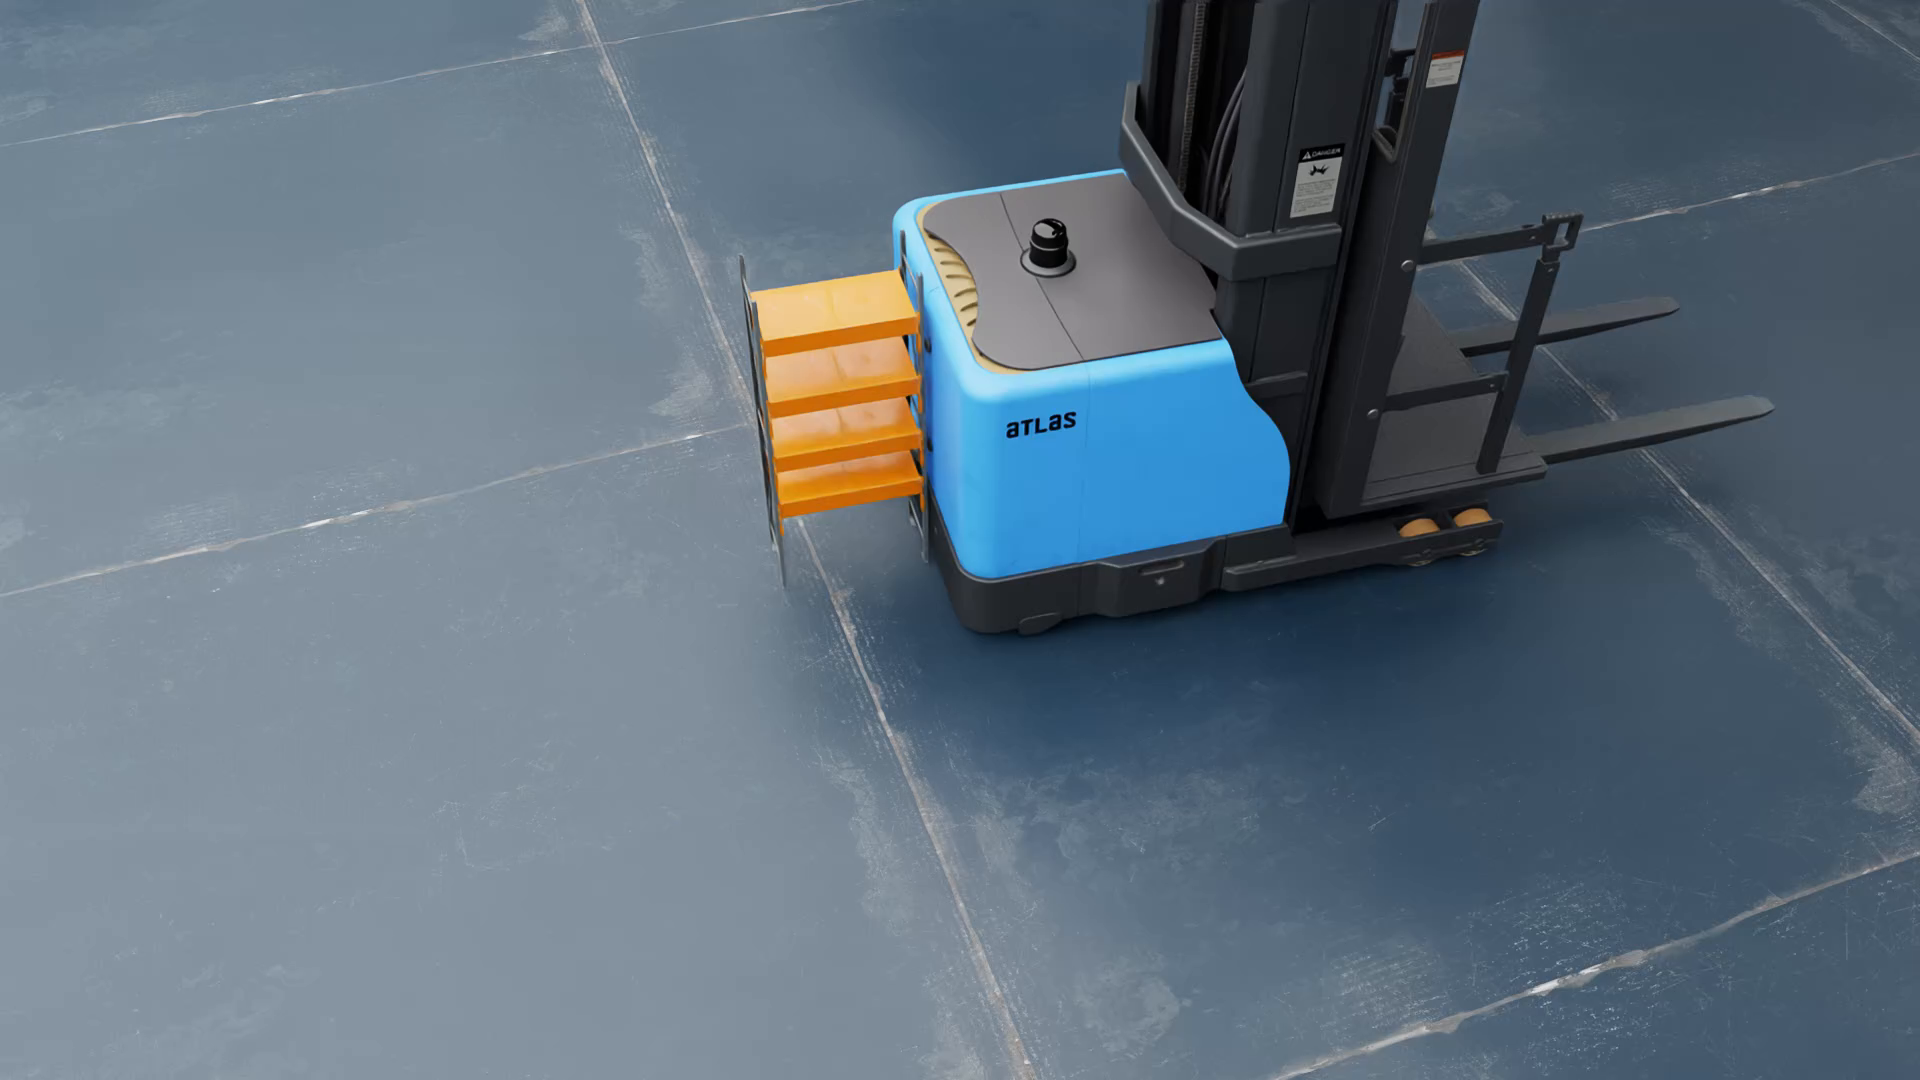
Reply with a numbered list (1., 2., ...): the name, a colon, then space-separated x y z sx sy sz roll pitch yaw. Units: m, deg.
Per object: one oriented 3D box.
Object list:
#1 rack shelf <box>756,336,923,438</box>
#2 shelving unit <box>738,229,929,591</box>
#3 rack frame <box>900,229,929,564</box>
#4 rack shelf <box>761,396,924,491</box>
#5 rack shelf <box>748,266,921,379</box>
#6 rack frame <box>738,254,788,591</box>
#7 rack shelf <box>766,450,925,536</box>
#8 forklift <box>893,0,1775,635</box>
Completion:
1. rack shelf: -0.380 -0.491 5.171 0.480 0.148 0.258 -11 46 -10
2. shelving unit: -0.380 -0.381 5.282 0.503 1.200 0.258 -11 46 -10
3. rack frame: -0.144 -0.425 5.326 0.015 1.200 0.240 -11 46 -10
4. rack shelf: -0.380 -0.333 5.330 0.480 0.148 0.258 -11 46 -10
5. rack shelf: -0.380 -0.658 5.004 0.480 0.148 0.258 -11 46 -10
6. rack frame: -0.616 -0.336 5.238 0.015 1.200 0.240 -11 46 -10
7. rack shelf: -0.380 -0.193 5.470 0.480 0.148 0.258 -11 46 -10
8. forklift: 1.346 -1.299 4.975 3.031 2.935 1.130 -11 46 -10
